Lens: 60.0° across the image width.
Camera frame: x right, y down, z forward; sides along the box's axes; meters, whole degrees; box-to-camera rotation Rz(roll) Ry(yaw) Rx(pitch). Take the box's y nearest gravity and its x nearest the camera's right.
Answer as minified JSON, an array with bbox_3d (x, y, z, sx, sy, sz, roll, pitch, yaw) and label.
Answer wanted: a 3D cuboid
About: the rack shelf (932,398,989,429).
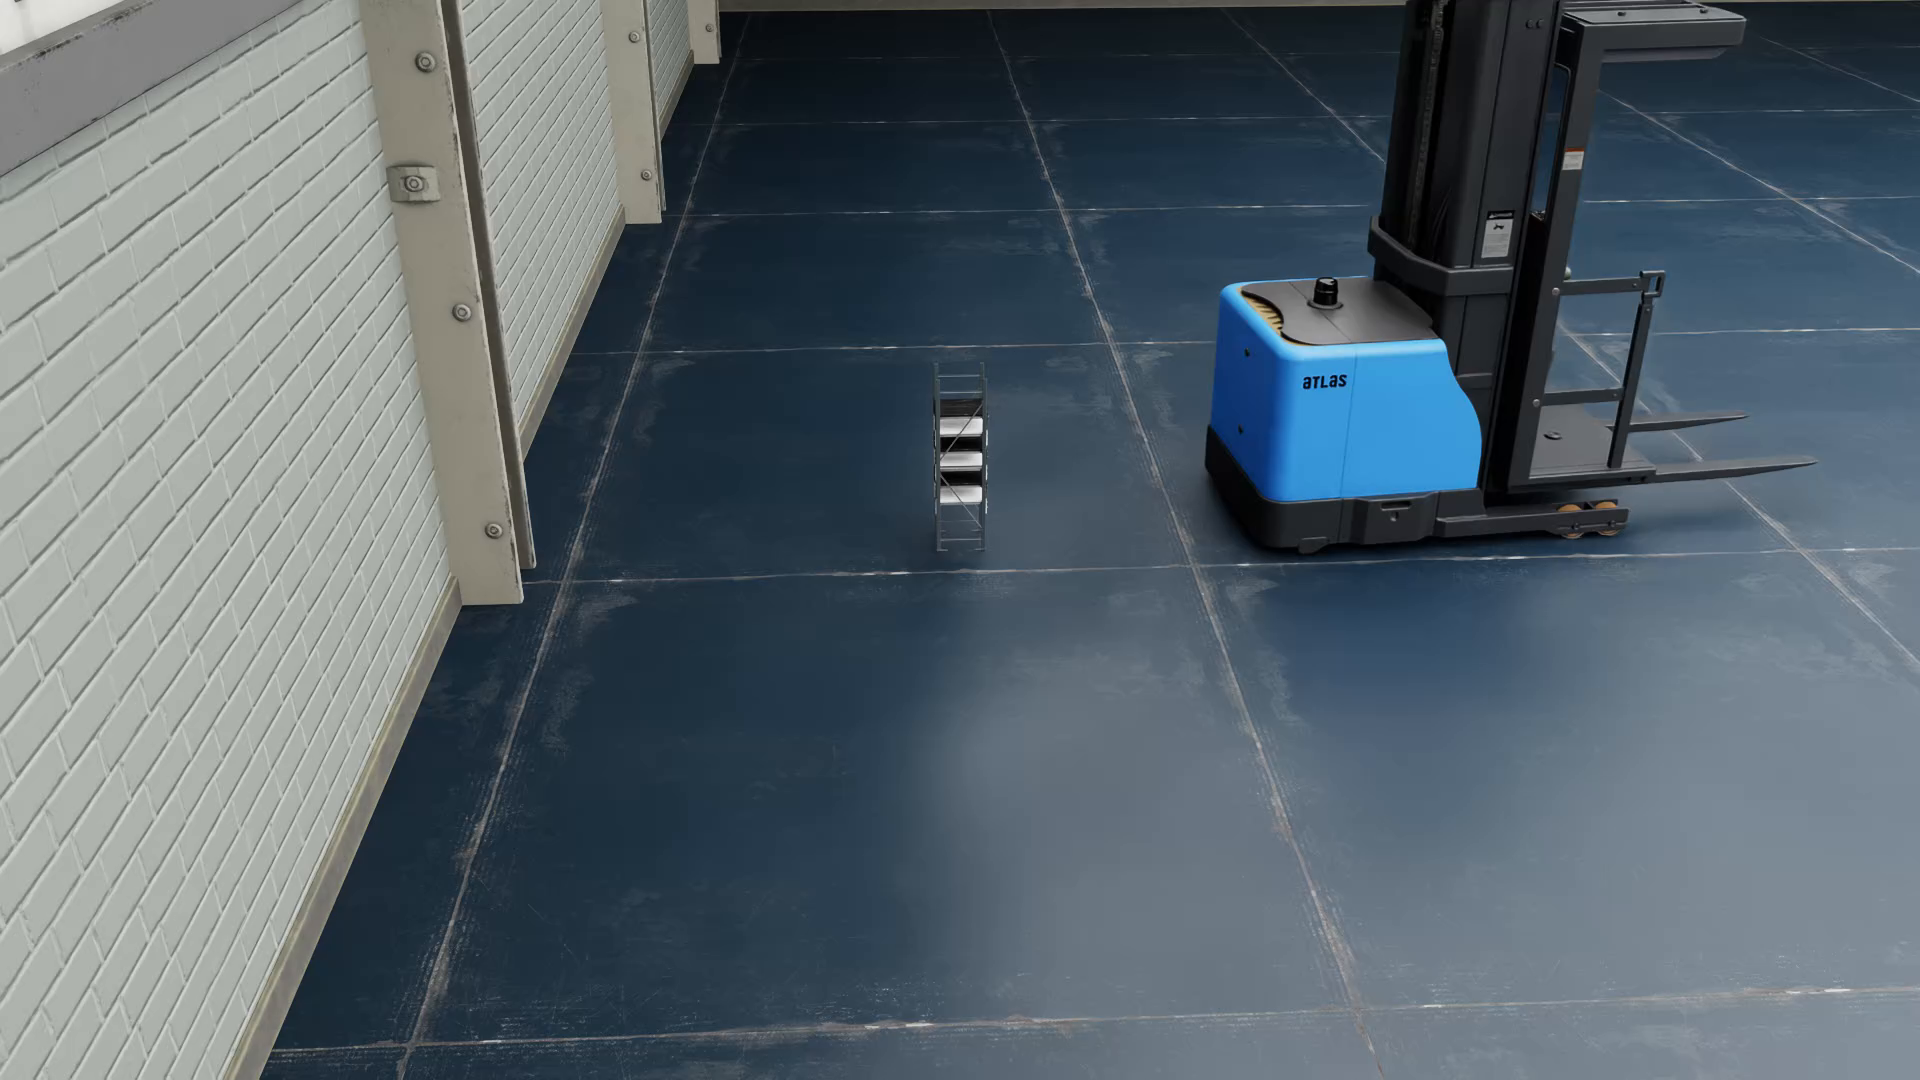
[{"bbox_3d":[0.000,-0.605,7.925,0.258,0.077,0.200,-1,28,-3],"label":"rack shelf"}]

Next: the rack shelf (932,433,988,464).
[{"bbox_3d":[0.000,-0.445,8.009,0.258,0.077,0.200,-1,28,-3],"label":"rack shelf"}]

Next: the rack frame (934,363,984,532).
[{"bbox_3d":[-0.005,-0.442,8.125,0.240,0.900,0.006,-1,28,-3],"label":"rack frame"}]

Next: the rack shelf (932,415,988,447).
[{"bbox_3d":[0.000,-0.525,7.967,0.258,0.077,0.200,-1,28,-3],"label":"rack shelf"}]

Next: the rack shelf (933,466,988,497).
[{"bbox_3d":[0.000,-0.286,8.092,0.258,0.077,0.200,-1,28,-3],"label":"rack shelf"}]

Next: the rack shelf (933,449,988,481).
[{"bbox_3d":[0.000,-0.366,8.050,0.258,0.077,0.200,-1,28,-3],"label":"rack shelf"}]

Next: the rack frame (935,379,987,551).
[{"bbox_3d":[0.006,-0.348,7.945,0.240,0.900,0.006,-1,28,-3],"label":"rack frame"}]

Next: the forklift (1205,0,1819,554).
[{"bbox_3d":[2.866,-1.543,8.039,3.031,2.935,1.130,-4,28,-8],"label":"forklift"}]

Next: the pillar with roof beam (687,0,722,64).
[{"bbox_3d":[1.482,-9.430,16.599,9.100,9.000,0.400,-1,28,-3],"label":"pillar with roof beam"}]

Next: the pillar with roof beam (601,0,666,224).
[{"bbox_3d":[1.795,-6.659,11.287,9.100,9.000,0.400,-1,28,-3],"label":"pillar with roof beam"}]

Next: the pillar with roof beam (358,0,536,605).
[{"bbox_3d":[2.108,-3.888,5.974,9.100,9.000,0.400,-1,28,-3],"label":"pillar with roof beam"}]

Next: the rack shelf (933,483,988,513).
[{"bbox_3d":[0.000,-0.206,8.133,0.258,0.077,0.200,-1,28,-3],"label":"rack shelf"}]

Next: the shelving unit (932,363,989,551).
[{"bbox_3d":[0.000,-0.395,8.035,0.258,0.900,0.210,-1,28,-3],"label":"shelving unit"}]
